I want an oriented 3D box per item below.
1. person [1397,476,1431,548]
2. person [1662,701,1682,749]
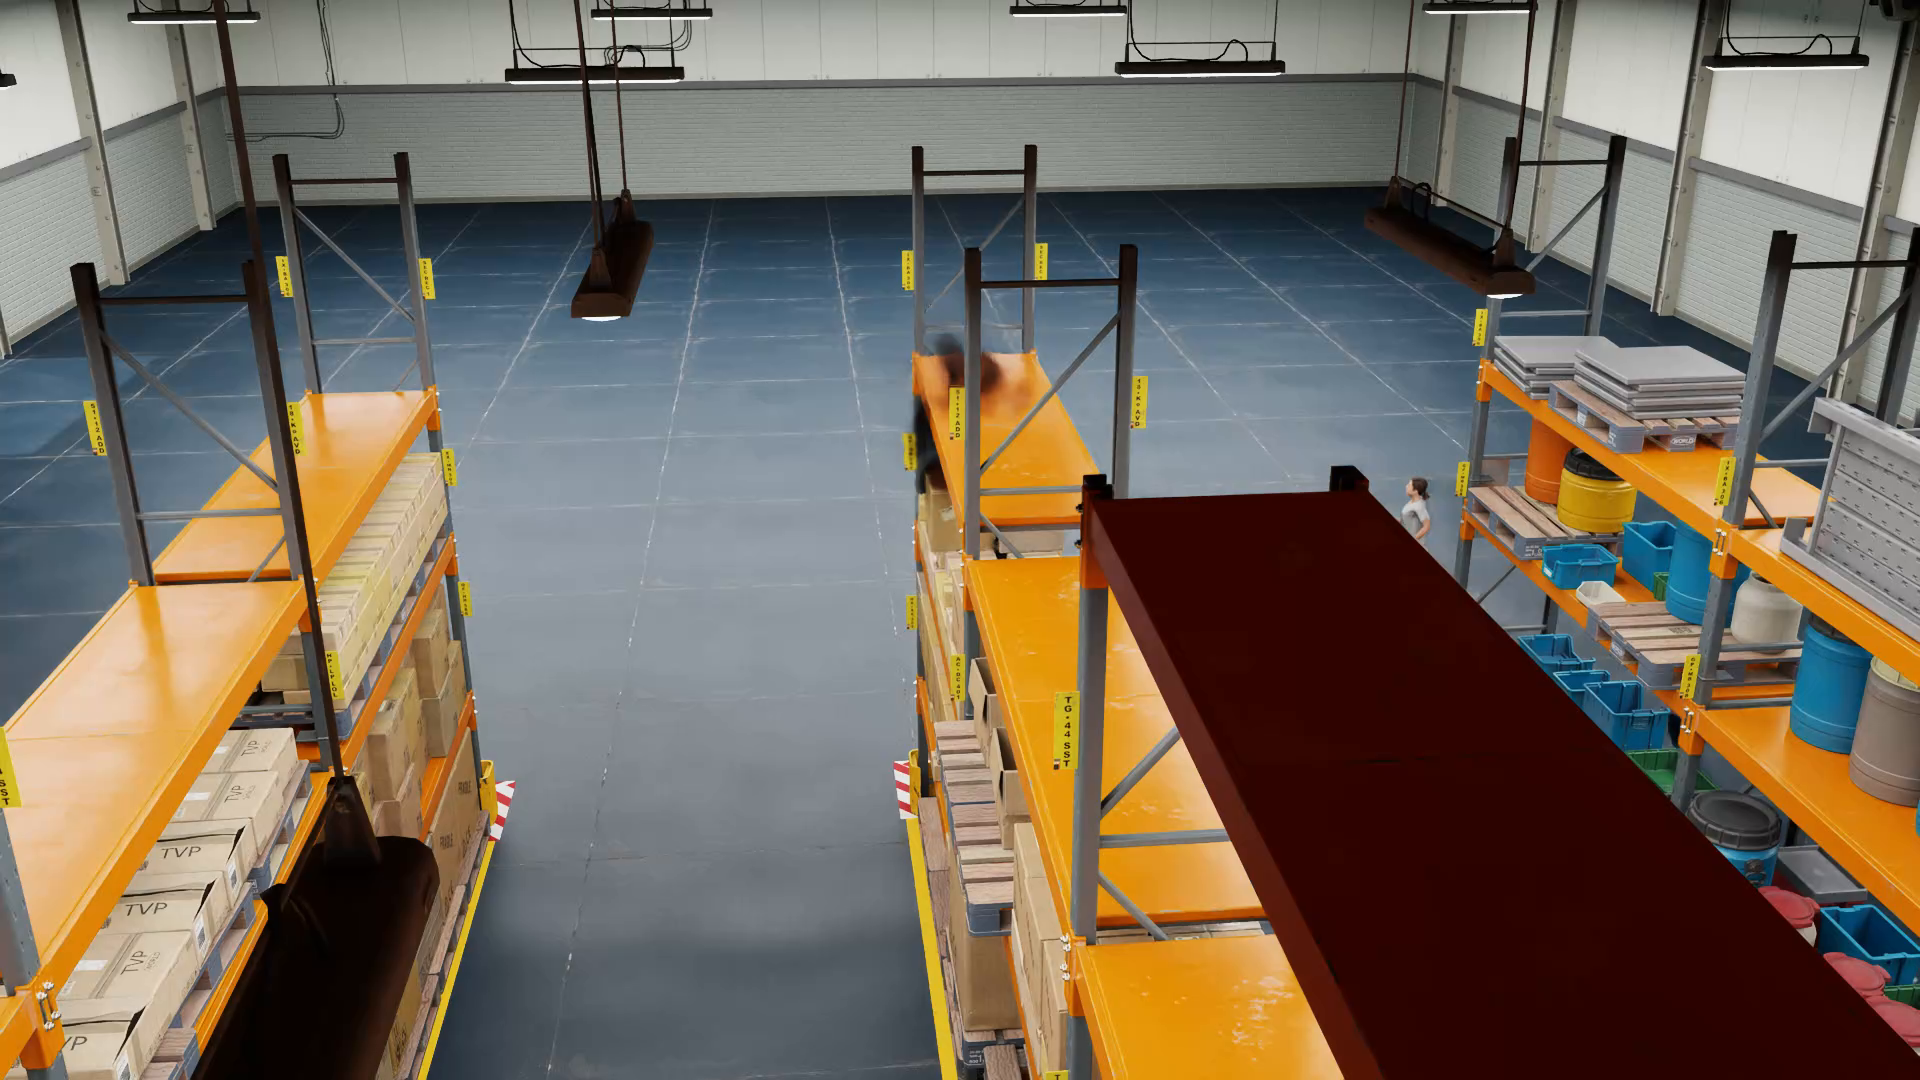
[{"bbox_3d":[5.256,0.075,19.188,0.848,1.688,0.587,7,23,18],"label":"person"},{"bbox_3d":[6.689,1.616,15.430,0.549,1.625,0.743,-4,22,-10],"label":"person"}]
